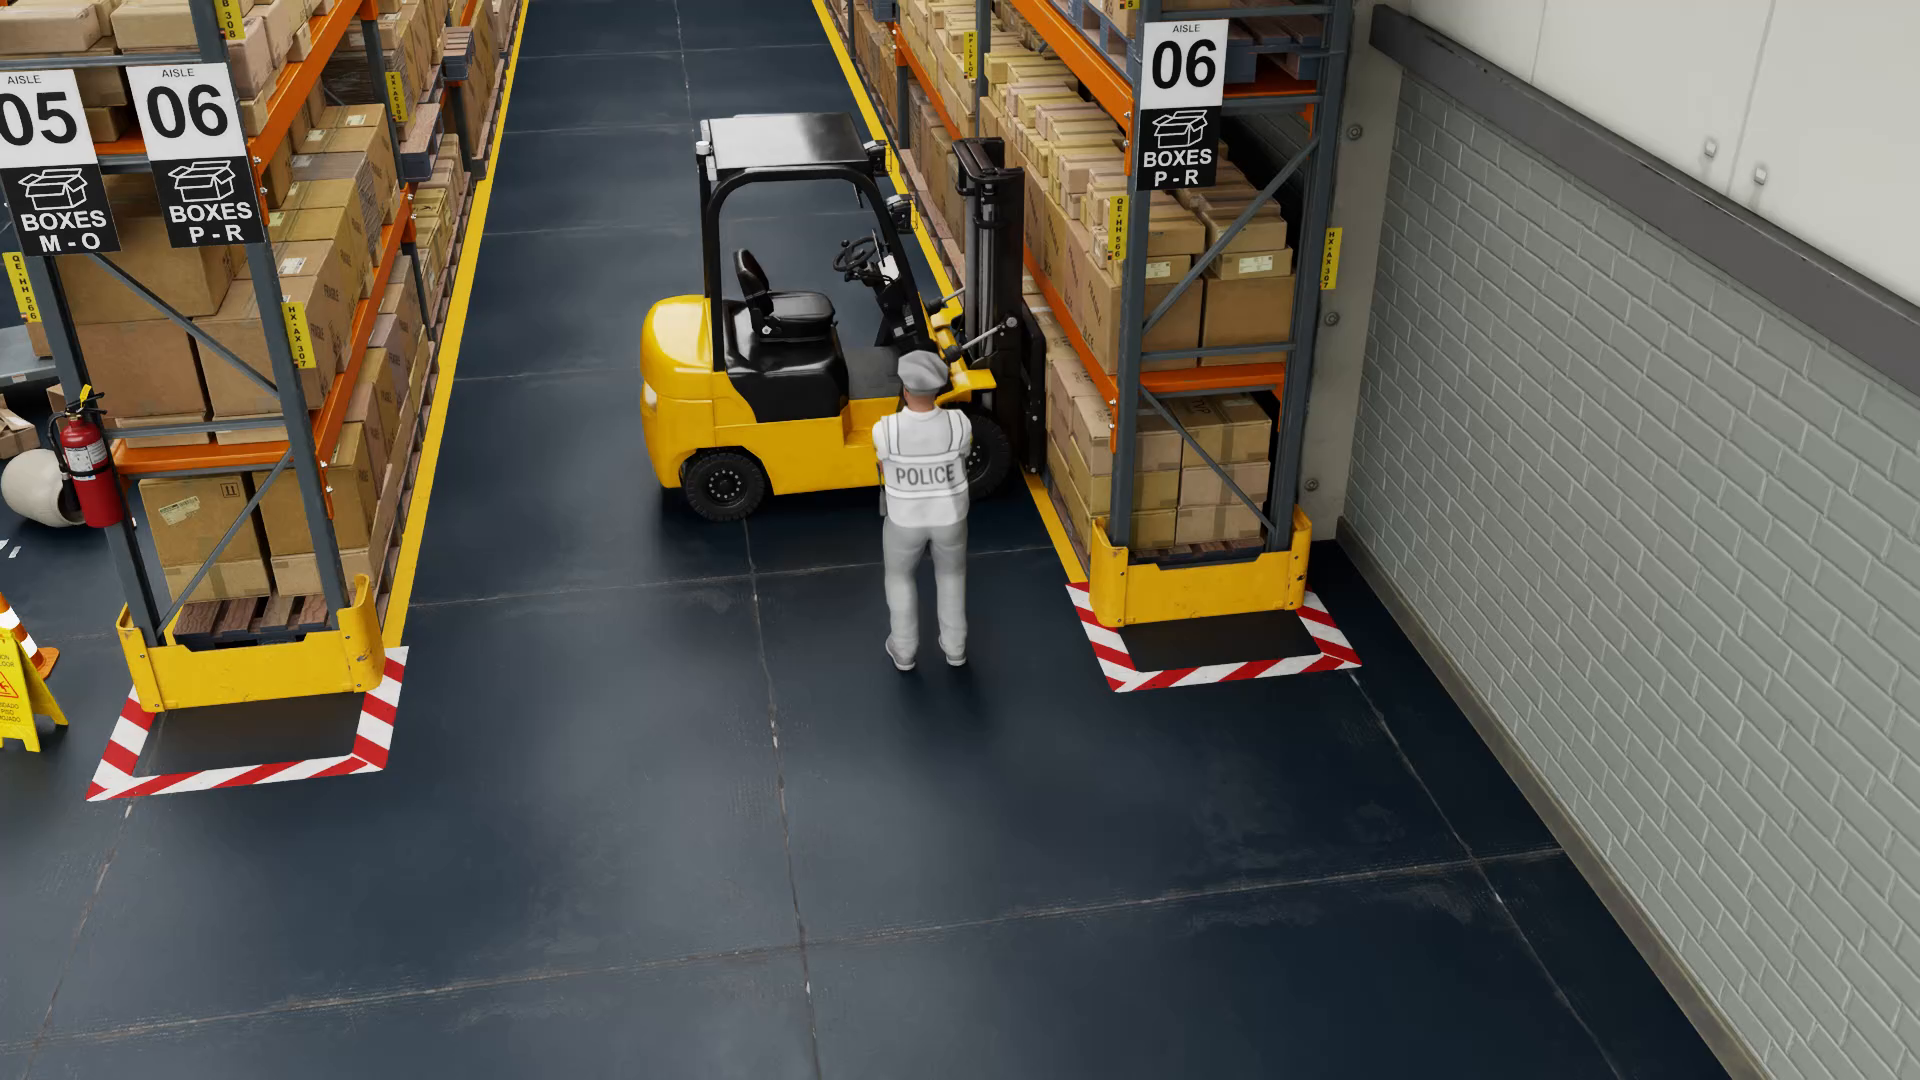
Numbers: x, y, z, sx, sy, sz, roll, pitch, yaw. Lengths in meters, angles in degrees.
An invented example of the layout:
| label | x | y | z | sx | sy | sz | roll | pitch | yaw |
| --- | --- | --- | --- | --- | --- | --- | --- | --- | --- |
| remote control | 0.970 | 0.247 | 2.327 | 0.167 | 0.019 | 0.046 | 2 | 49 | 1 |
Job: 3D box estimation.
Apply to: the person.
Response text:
| label | x | y | z | sx | sy | sz | roll | pitch | yaw |
| --- | --- | --- | --- | --- | --- | --- | --- | --- | --- |
| person | -0.199 | -0.179 | 8.421 | 0.494 | 1.767 | 0.556 | -5 | 31 | -8 |
